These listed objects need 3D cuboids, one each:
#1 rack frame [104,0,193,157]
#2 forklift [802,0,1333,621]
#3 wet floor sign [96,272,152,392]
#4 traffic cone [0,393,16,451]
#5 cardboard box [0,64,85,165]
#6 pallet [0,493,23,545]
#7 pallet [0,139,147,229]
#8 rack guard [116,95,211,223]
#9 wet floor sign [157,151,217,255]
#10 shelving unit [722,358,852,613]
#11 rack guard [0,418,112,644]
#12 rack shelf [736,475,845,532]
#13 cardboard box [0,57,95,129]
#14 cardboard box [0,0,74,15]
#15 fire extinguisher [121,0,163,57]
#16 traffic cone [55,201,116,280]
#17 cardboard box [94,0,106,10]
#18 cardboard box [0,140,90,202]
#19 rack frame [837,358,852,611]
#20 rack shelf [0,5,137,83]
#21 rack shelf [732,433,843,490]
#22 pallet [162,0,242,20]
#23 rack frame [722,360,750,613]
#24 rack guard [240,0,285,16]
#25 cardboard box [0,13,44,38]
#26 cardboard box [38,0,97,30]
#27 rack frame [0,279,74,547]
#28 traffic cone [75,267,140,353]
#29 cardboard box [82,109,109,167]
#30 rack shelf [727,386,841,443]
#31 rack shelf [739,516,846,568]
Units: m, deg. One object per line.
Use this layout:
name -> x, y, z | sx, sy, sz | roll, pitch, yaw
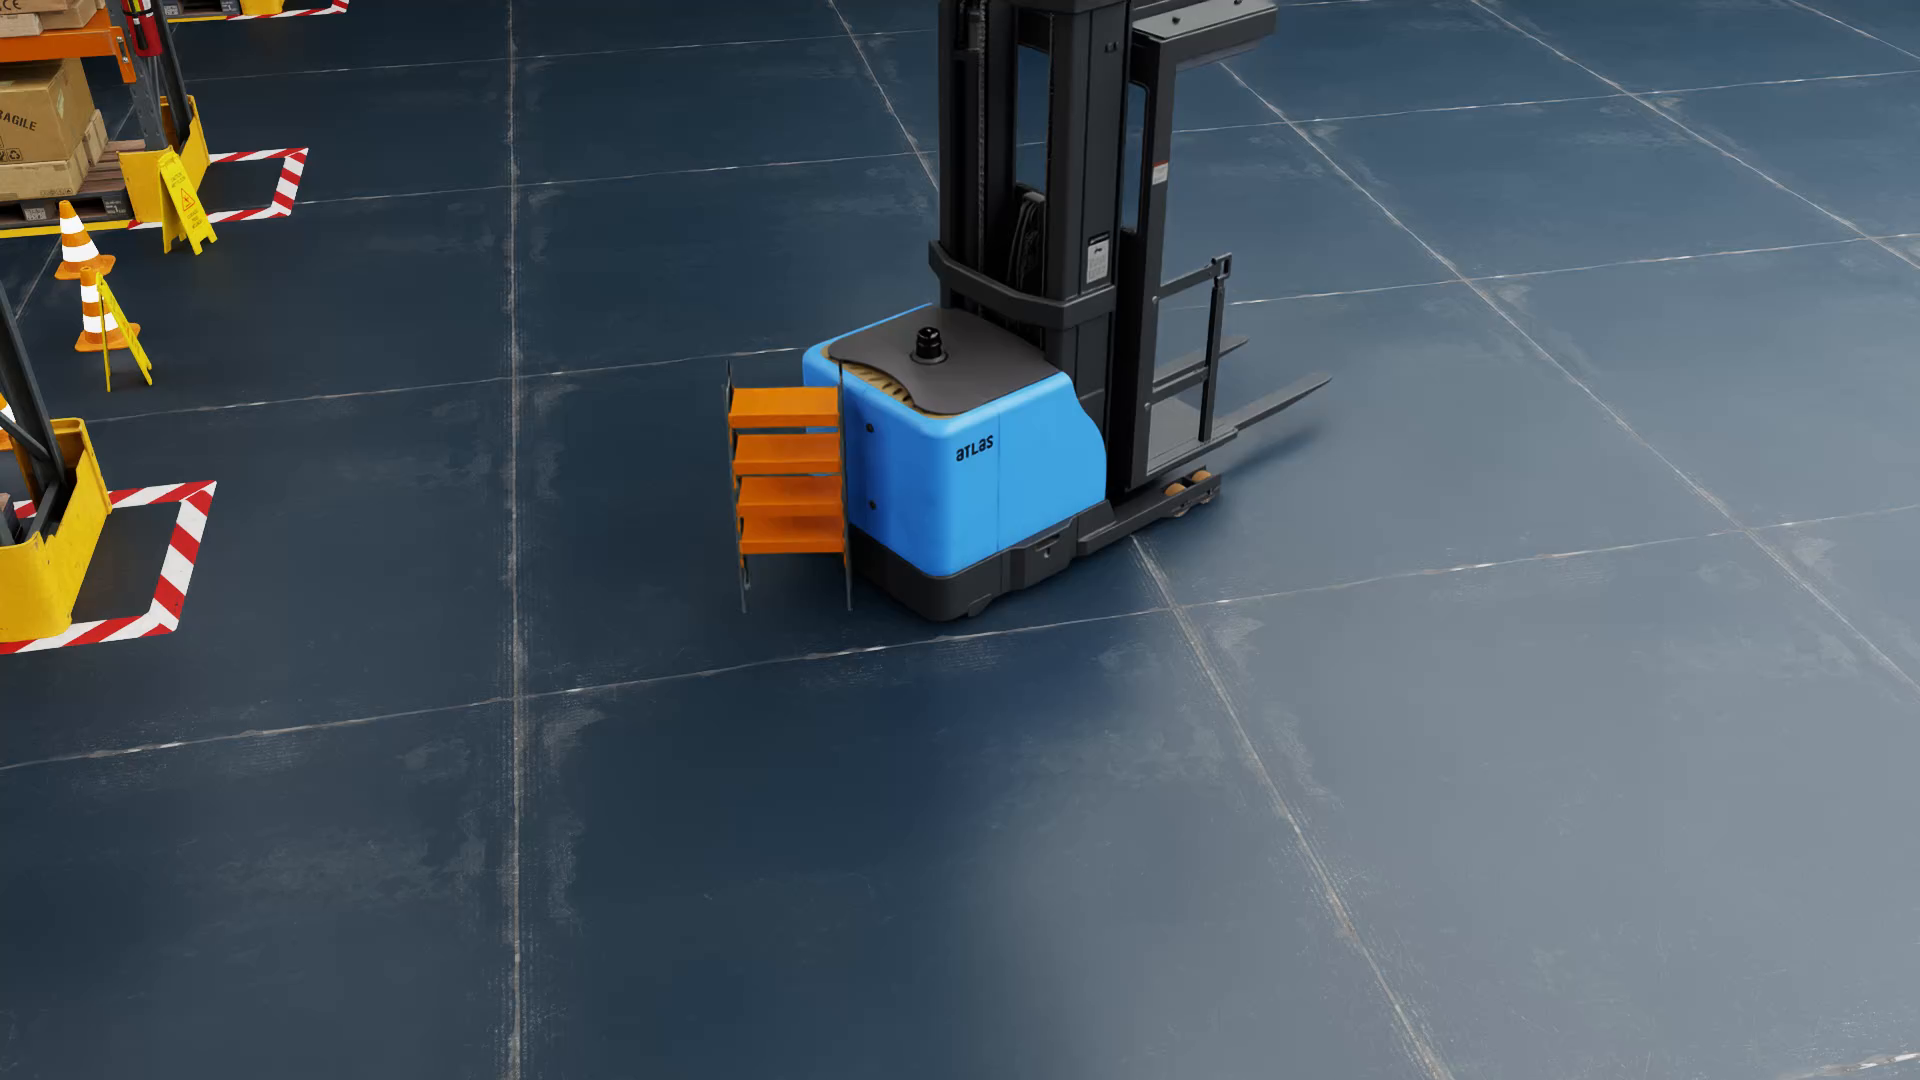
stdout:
rack frame -> -5.598, -3.781, 11.192 | 0.127, 3.000, 1.000 | -7, 35, -11
forklift -> 0.705, -1.534, 7.905 | 3.031, 2.935, 1.130 | -26, 42, -33
wet floor sign -> -4.816, -1.205, 9.466 | 0.232, 0.644, 0.267 | -13, 36, -19
traffic cone -> -5.238, -0.756, 8.961 | 0.334, 0.463, 0.336 | -7, 35, -11
cardboard box -> -6.322, -2.884, 11.274 | 0.500, 0.500, 0.500 | -7, 34, -10
pallet -> -5.170, 0.196, 7.769 | 1.213, 0.211, 1.003 | -7, 35, -11
pallet -> -6.472, -2.533, 11.835 | 1.213, 0.211, 1.003 | -7, 35, -11
rack guard -> -5.672, -2.733, 11.874 | 0.348, 0.500, 1.175 | -7, 35, -11
wet floor sign -> -5.176, -2.245, 11.016 | 0.232, 0.644, 0.267 | 4, 34, 6
shelving unit -> -0.764, -0.228, 7.513 | 0.503, 1.200, 0.258 | -1, 34, -2
rack guard -> -4.384, -0.068, 7.902 | 0.348, 0.500, 1.175 | -7, 35, -11
rack shelf -> -0.764, -0.172, 7.551 | 0.480, 0.148, 0.258 | -1, 34, -2
cardboard box -> -6.469, -3.173, 11.703 | 0.500, 0.500, 0.500 | -8, 35, -12
cardboard box -> -6.066, -3.729, 10.759 | 0.500, 0.500, 0.500 | -8, 35, -11
fire extinguisher -> -5.384, -3.512, 10.861 | 0.183, 0.674, 0.296 | -7, 35, -11
traffic cone -> -5.733, -1.973, 10.775 | 0.334, 0.463, 0.336 | -7, 35, -11
cardboard box -> -5.975, -3.747, 11.367 | 0.250, 0.149, 0.380 | -7, 35, -10
cardboard box -> -6.350, -2.565, 11.471 | 0.500, 0.250, 0.500 | -7, 35, -11
rack frame -> -0.520, -0.233, 7.520 | 0.015, 1.200, 0.240 | -1, 34, -2
rack shelf -> -7.548, -3.236, 11.026 | 4.000, 0.370, 1.077 | -7, 35, -11
rack shelf -> -0.764, -0.358, 7.426 | 0.480, 0.148, 0.258 | -1, 34, -2
pallet -> -7.433, -5.203, 15.814 | 1.213, 0.211, 1.003 | -7, 35, -11
rack frame -> -1.008, -0.223, 7.506 | 0.015, 1.200, 0.240 | -1, 34, -2
rack guard -> -6.673, -5.443, 15.912 | 0.348, 0.500, 1.175 | -7, 35, -11
cardboard box -> -6.138, -3.423, 10.884 | 0.250, 0.149, 0.380 | -8, 35, -11
cardboard box -> -5.915, -3.514, 11.020 | 0.250, 0.149, 0.380 | -6, 34, -9
rack frame -> -4.407, -1.103, 7.201 | 0.127, 3.000, 1.000 | -7, 35, -11
traffic cone -> -5.156, -1.412, 9.938 | 0.334, 0.463, 0.336 | -7, 35, -11
cardboard box -> -6.446, -2.864, 11.917 | 0.500, 0.250, 0.500 | -7, 35, -11
rack shelf -> -0.764, -0.554, 7.294 | 0.480, 0.148, 0.258 | -1, 34, -2
rack shelf -> -0.764, -0.007, 7.661 | 0.480, 0.148, 0.258 | -1, 34, -2
